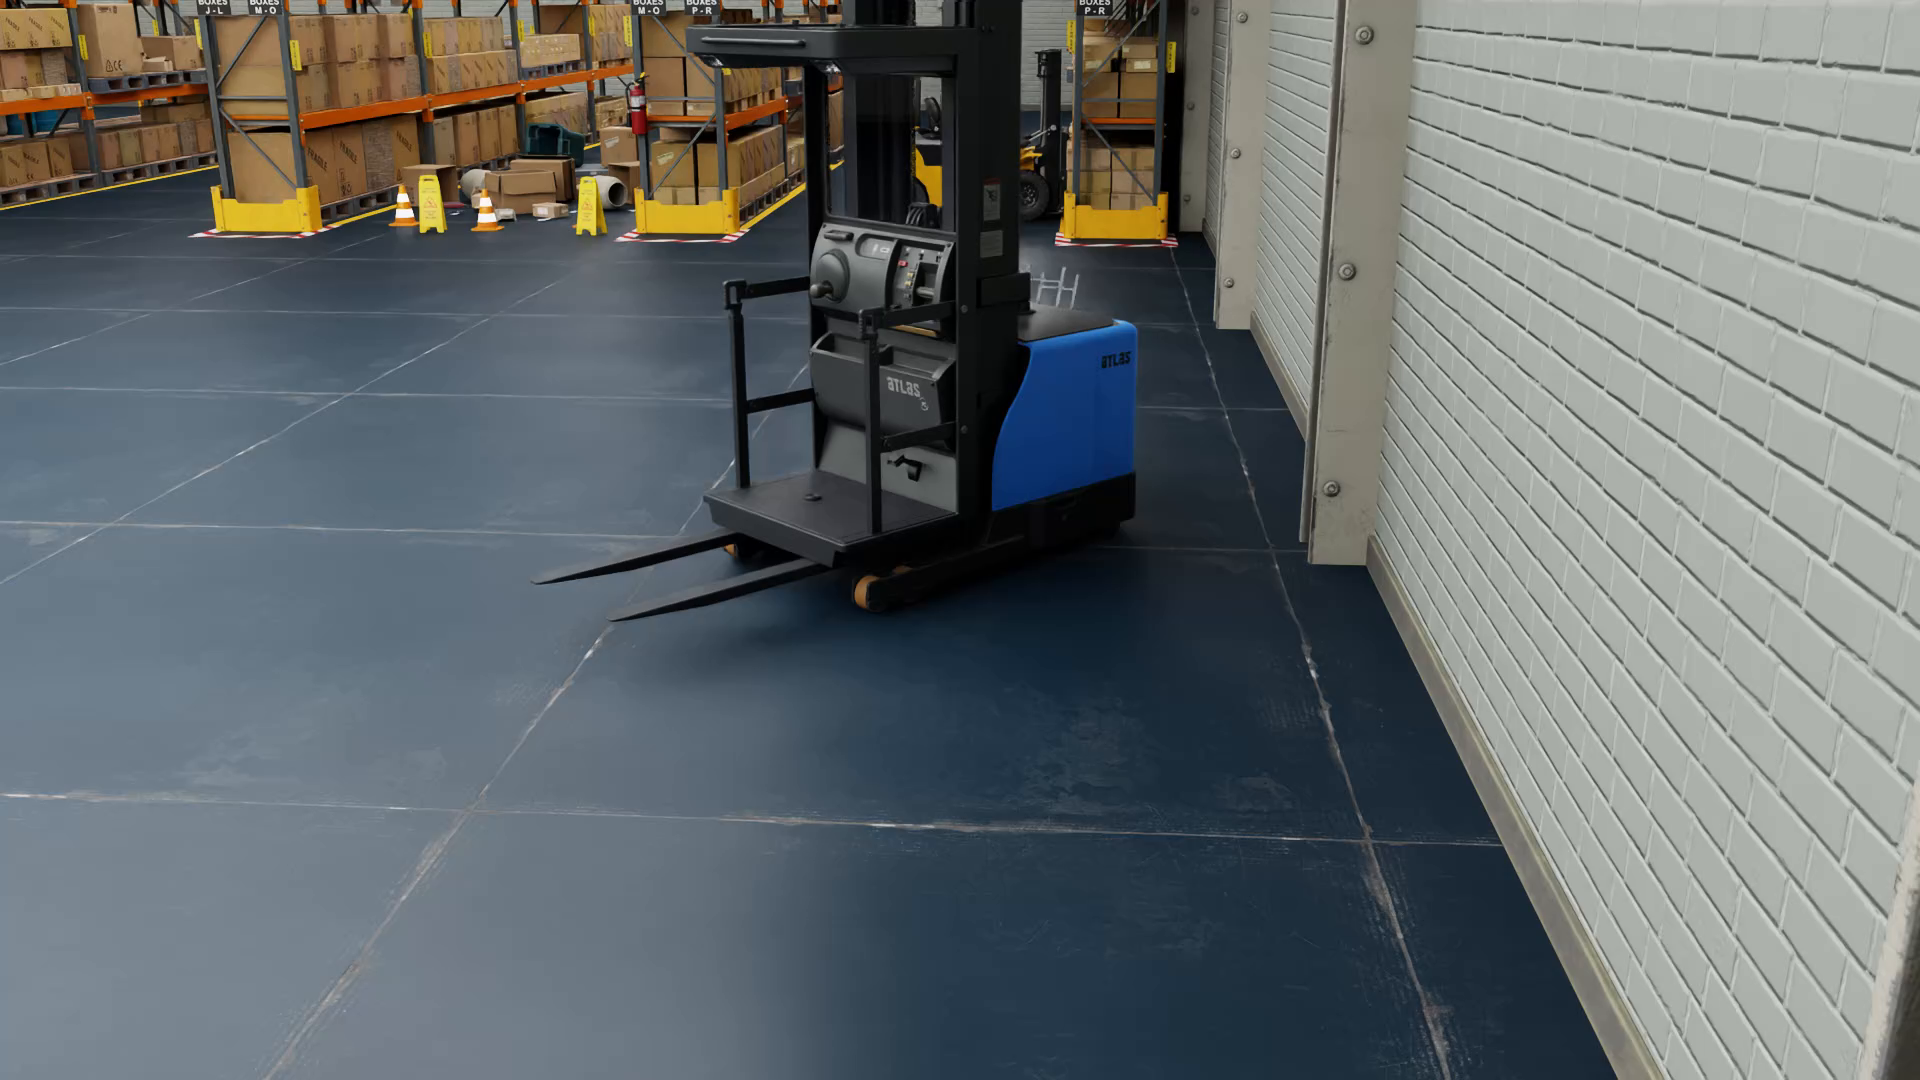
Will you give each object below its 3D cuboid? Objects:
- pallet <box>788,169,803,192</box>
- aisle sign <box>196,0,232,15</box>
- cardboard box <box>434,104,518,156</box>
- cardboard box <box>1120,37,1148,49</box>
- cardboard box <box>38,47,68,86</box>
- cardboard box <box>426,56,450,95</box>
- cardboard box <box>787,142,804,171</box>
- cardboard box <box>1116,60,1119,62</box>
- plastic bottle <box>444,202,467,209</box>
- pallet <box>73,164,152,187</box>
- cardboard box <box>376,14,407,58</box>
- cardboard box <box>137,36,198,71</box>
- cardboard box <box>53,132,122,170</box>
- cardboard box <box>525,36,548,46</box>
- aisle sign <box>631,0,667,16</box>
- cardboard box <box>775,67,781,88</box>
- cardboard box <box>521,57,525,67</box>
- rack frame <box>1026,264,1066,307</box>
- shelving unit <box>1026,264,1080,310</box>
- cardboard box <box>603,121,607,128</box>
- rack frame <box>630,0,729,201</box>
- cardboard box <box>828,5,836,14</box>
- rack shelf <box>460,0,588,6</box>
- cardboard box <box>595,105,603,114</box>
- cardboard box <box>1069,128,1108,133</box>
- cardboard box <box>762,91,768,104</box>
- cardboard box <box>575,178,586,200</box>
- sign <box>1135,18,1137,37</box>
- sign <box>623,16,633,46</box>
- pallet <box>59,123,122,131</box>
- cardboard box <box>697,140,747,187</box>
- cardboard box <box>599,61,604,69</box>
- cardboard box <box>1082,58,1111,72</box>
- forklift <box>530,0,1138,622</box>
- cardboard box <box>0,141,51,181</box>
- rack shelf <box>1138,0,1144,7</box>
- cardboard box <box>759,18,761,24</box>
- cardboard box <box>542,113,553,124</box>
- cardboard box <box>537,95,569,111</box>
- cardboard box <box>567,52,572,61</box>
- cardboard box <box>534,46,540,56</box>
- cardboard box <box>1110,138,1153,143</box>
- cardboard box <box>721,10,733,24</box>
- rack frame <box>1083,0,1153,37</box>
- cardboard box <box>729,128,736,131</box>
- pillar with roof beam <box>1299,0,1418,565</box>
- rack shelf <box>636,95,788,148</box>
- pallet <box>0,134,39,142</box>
[{"bbox_3d":[-2.837,-5.167,23.853,1.003,0.211,1.213,1,18,4],"label":"pallet"},{"bbox_3d":[-8.427,-6.307,18.680,0.394,0.787,0.004,1,18,4],"label":"aisle sign"},{"bbox_3d":[-7.682,-6.515,26.428,1.050,0.750,0.750,1,18,3],"label":"cardboard box"},{"bbox_3d":[2.279,-6.455,21.625,0.380,0.149,0.250,1,18,2],"label":"cardboard box"},{"bbox_3d":[-12.870,-6.522,22.872,0.875,0.500,0.500,1,18,4],"label":"cardboard box"},{"bbox_3d":[-7.529,-6.534,23.387,0.500,0.500,0.500,1,18,5],"label":"cardboard box"},{"bbox_3d":[-2.808,-5.588,24.204,0.950,0.372,0.625,2,18,7],"label":"cardboard box"},{"bbox_3d":[2.298,-6.043,21.887,0.500,0.500,0.500,1,18,4],"label":"cardboard box"},{"bbox_3d":[-6.545,-4.342,21.577,0.283,0.061,0.133,-5,19,-15],"label":"plastic bottle"},{"bbox_3d":[-12.721,-5.388,24.528,1.003,0.211,1.213,1,18,4],"label":"pallet"},{"bbox_3d":[-7.820,-6.627,21.854,0.875,0.550,0.550,1,18,4],"label":"cardboard box"},{"bbox_3d":[-12.428,-7.617,26.016,0.700,0.500,0.500,4,19,12],"label":"cardboard box"},{"bbox_3d":[-12.710,-5.683,24.257,0.700,0.500,0.500,0,18,0],"label":"cardboard box"},{"bbox_3d":[-7.230,-8.482,28.266,0.380,0.149,0.250,2,18,6],"label":"cardboard box"},{"bbox_3d":[-3.472,-6.231,18.446,0.394,0.787,0.004,1,18,4],"label":"aisle sign"},{"bbox_3d":[-2.675,-6.296,22.181,0.500,0.500,0.500,1,18,3],"label":"cardboard box"},{"bbox_3d":[-7.315,-7.786,27.098,0.380,0.149,0.250,1,18,3],"label":"cardboard box"},{"bbox_3d":[0.375,-0.943,9.285,0.240,1.200,0.006,10,-1,29],"label":"rack frame"},{"bbox_3d":[0.418,-0.935,9.365,0.258,1.200,0.189,10,-1,29],"label":"shelving unit"},{"bbox_3d":[-6.896,-7.848,31.459,0.380,0.149,0.250,2,18,6],"label":"cardboard box"},{"bbox_3d":[-3.178,-5.008,18.890,1.000,3.000,0.127,1,18,4],"label":"rack frame"},{"bbox_3d":[-2.486,-9.748,30.548,0.380,0.149,0.250,2,18,5],"label":"cardboard box"},{"bbox_3d":[-7.405,-9.277,28.254,1.077,0.370,4.000,1,18,4],"label":"rack shelf"},{"bbox_3d":[-6.952,-8.128,31.361,0.380,0.149,0.250,2,18,7],"label":"cardboard box"},{"bbox_3d":[1.666,-5.207,21.632,0.500,0.250,0.500,1,18,4],"label":"cardboard box"},{"bbox_3d":[-2.680,-5.709,21.431,0.380,0.149,0.250,1,18,3],"label":"cardboard box"},{"bbox_3d":[-5.090,-4.746,22.481,0.258,0.266,0.396,-13,22,-34],"label":"cardboard box"},{"bbox_3d":[3.187,-9.164,29.714,0.100,0.325,0.005,1,18,4],"label":"sign"},{"bbox_3d":[-3.730,-5.727,18.717,0.100,0.325,0.005,1,18,4],"label":"sign"},{"bbox_3d":[-17.128,-7.971,32.410,1.003,0.211,1.213,1,18,4],"label":"pallet"},{"bbox_3d":[-2.843,-4.509,19.904,0.500,0.500,0.500,1,18,2],"label":"cardboard box"},{"bbox_3d":[-6.979,-9.026,31.554,0.380,0.149,0.250,0,18,1],"label":"cardboard box"},{"bbox_3d":[1.519,-5.368,18.786,0.380,0.149,0.250,2,18,5],"label":"cardboard box"},{"bbox_3d":[-0.520,-1.252,7.536,3.031,2.935,1.130,-16,24,-40],"label":"forklift"},{"bbox_3d":[-12.878,-5.182,22.760,0.500,0.500,0.500,7,20,21],"label":"cardboard box"},{"bbox_3d":[2.203,-7.845,23.887,1.077,0.370,4.000,1,18,4],"label":"rack shelf"},{"bbox_3d":[-3.051,-7.396,23.821,0.380,0.149,0.250,1,18,2],"label":"cardboard box"},{"bbox_3d":[-7.211,-6.954,28.168,0.500,0.500,0.500,1,18,5],"label":"cardboard box"},{"bbox_3d":[-7.137,-7.621,29.001,0.500,0.250,0.500,0,18,1],"label":"cardboard box"},{"bbox_3d":[-7.131,-8.609,29.607,0.380,0.149,0.250,1,18,4],"label":"cardboard box"},{"bbox_3d":[-7.263,-8.185,27.835,0.380,0.149,0.250,1,18,4],"label":"cardboard box"},{"bbox_3d":[2.075,-4.722,20.152,0.500,0.250,0.500,1,18,4],"label":"cardboard box"},{"bbox_3d":[-3.207,-6.305,20.604,0.700,0.500,0.500,1,18,4],"label":"cardboard box"},{"bbox_3d":[2.060,-6.141,22.346,1.000,3.000,0.127,1,18,4],"label":"rack frame"},{"bbox_3d":[-3.229,-5.156,21.878,0.500,0.500,0.500,2,18,6],"label":"cardboard box"},{"bbox_3d":[-2.432,-4.315,7.139,9.100,9.000,0.400,1,18,4],"label":"pillar with roof beam"},{"bbox_3d":[-3.034,-5.287,20.897,1.077,0.370,4.000,1,18,4],"label":"rack shelf"},{"bbox_3d":[-17.324,-7.123,29.823,1.003,0.211,1.213,1,18,4],"label":"pallet"}]
